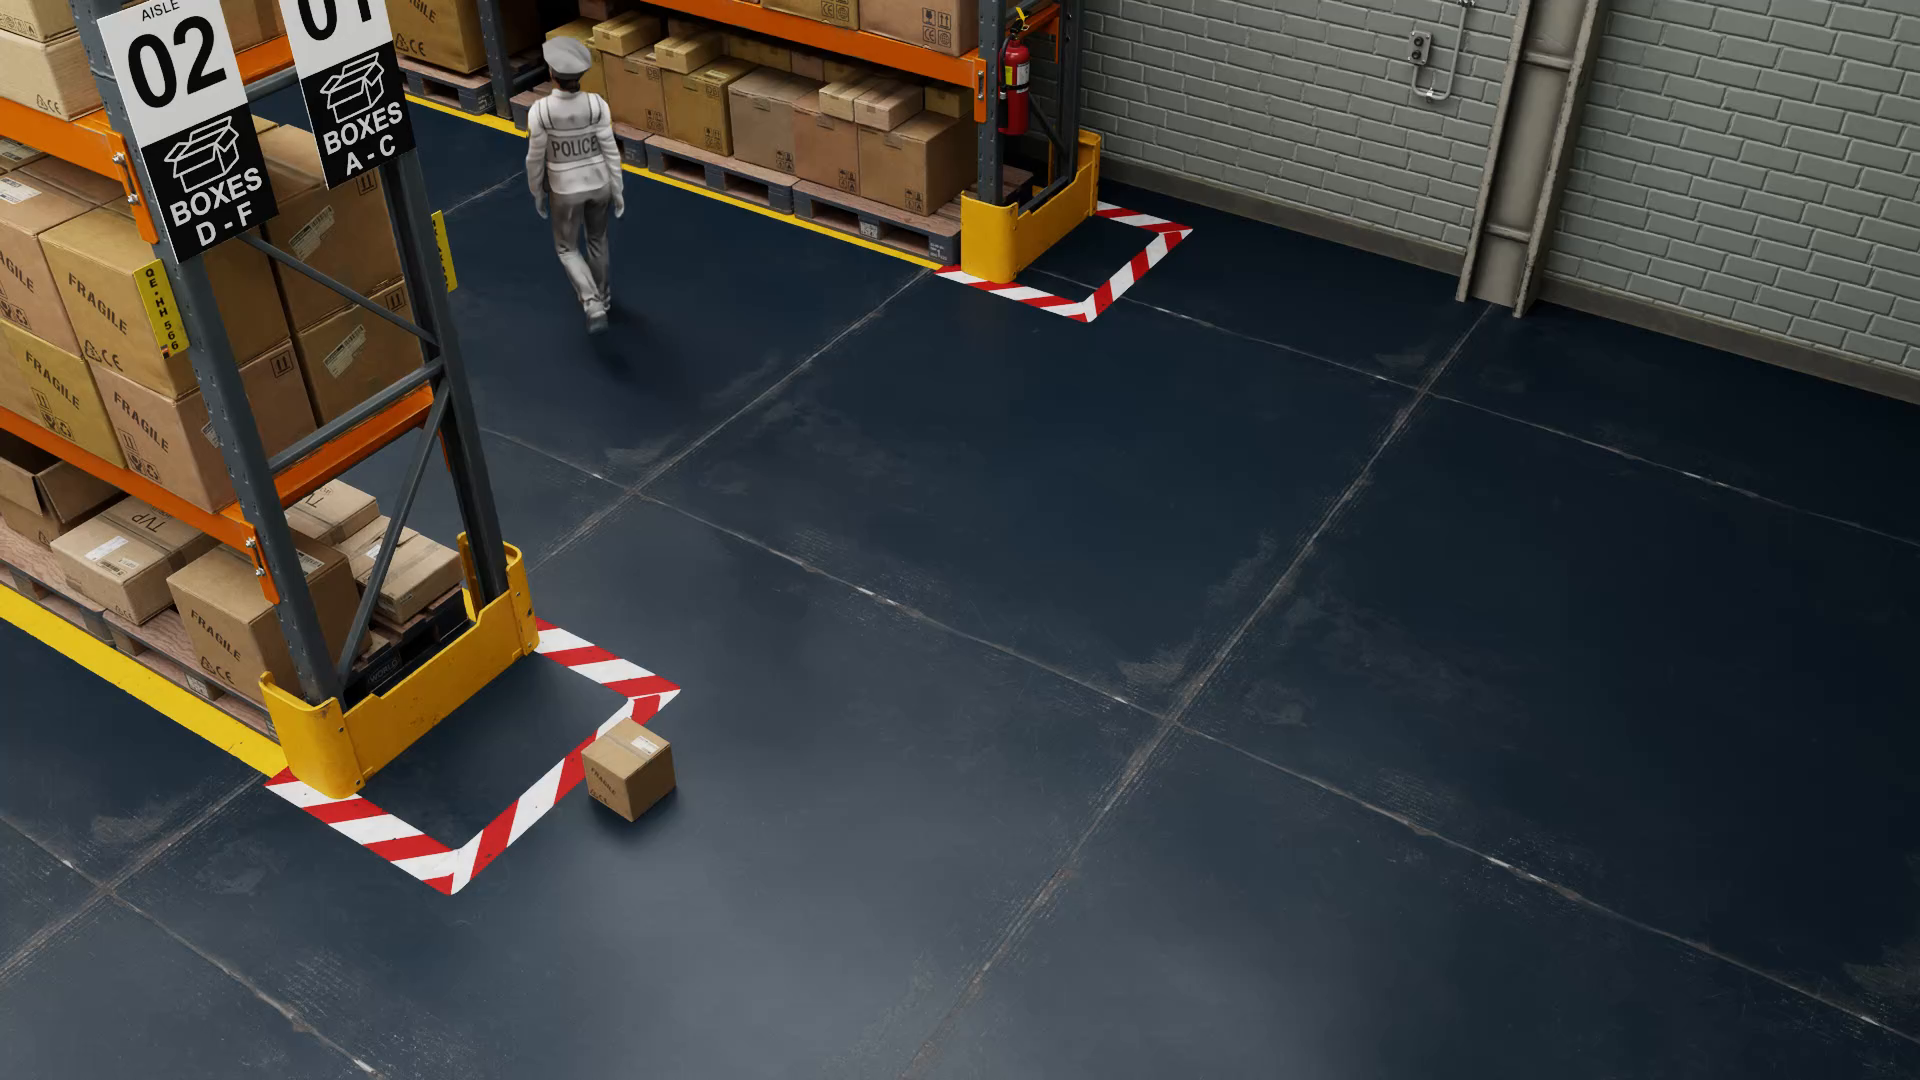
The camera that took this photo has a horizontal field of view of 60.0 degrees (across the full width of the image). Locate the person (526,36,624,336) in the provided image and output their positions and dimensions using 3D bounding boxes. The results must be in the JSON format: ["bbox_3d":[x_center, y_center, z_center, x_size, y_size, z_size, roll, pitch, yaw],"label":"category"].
[{"bbox_3d":[-2.070,-1.895,9.006,0.490,1.666,0.743,-16,41,-19],"label":"person"}]
